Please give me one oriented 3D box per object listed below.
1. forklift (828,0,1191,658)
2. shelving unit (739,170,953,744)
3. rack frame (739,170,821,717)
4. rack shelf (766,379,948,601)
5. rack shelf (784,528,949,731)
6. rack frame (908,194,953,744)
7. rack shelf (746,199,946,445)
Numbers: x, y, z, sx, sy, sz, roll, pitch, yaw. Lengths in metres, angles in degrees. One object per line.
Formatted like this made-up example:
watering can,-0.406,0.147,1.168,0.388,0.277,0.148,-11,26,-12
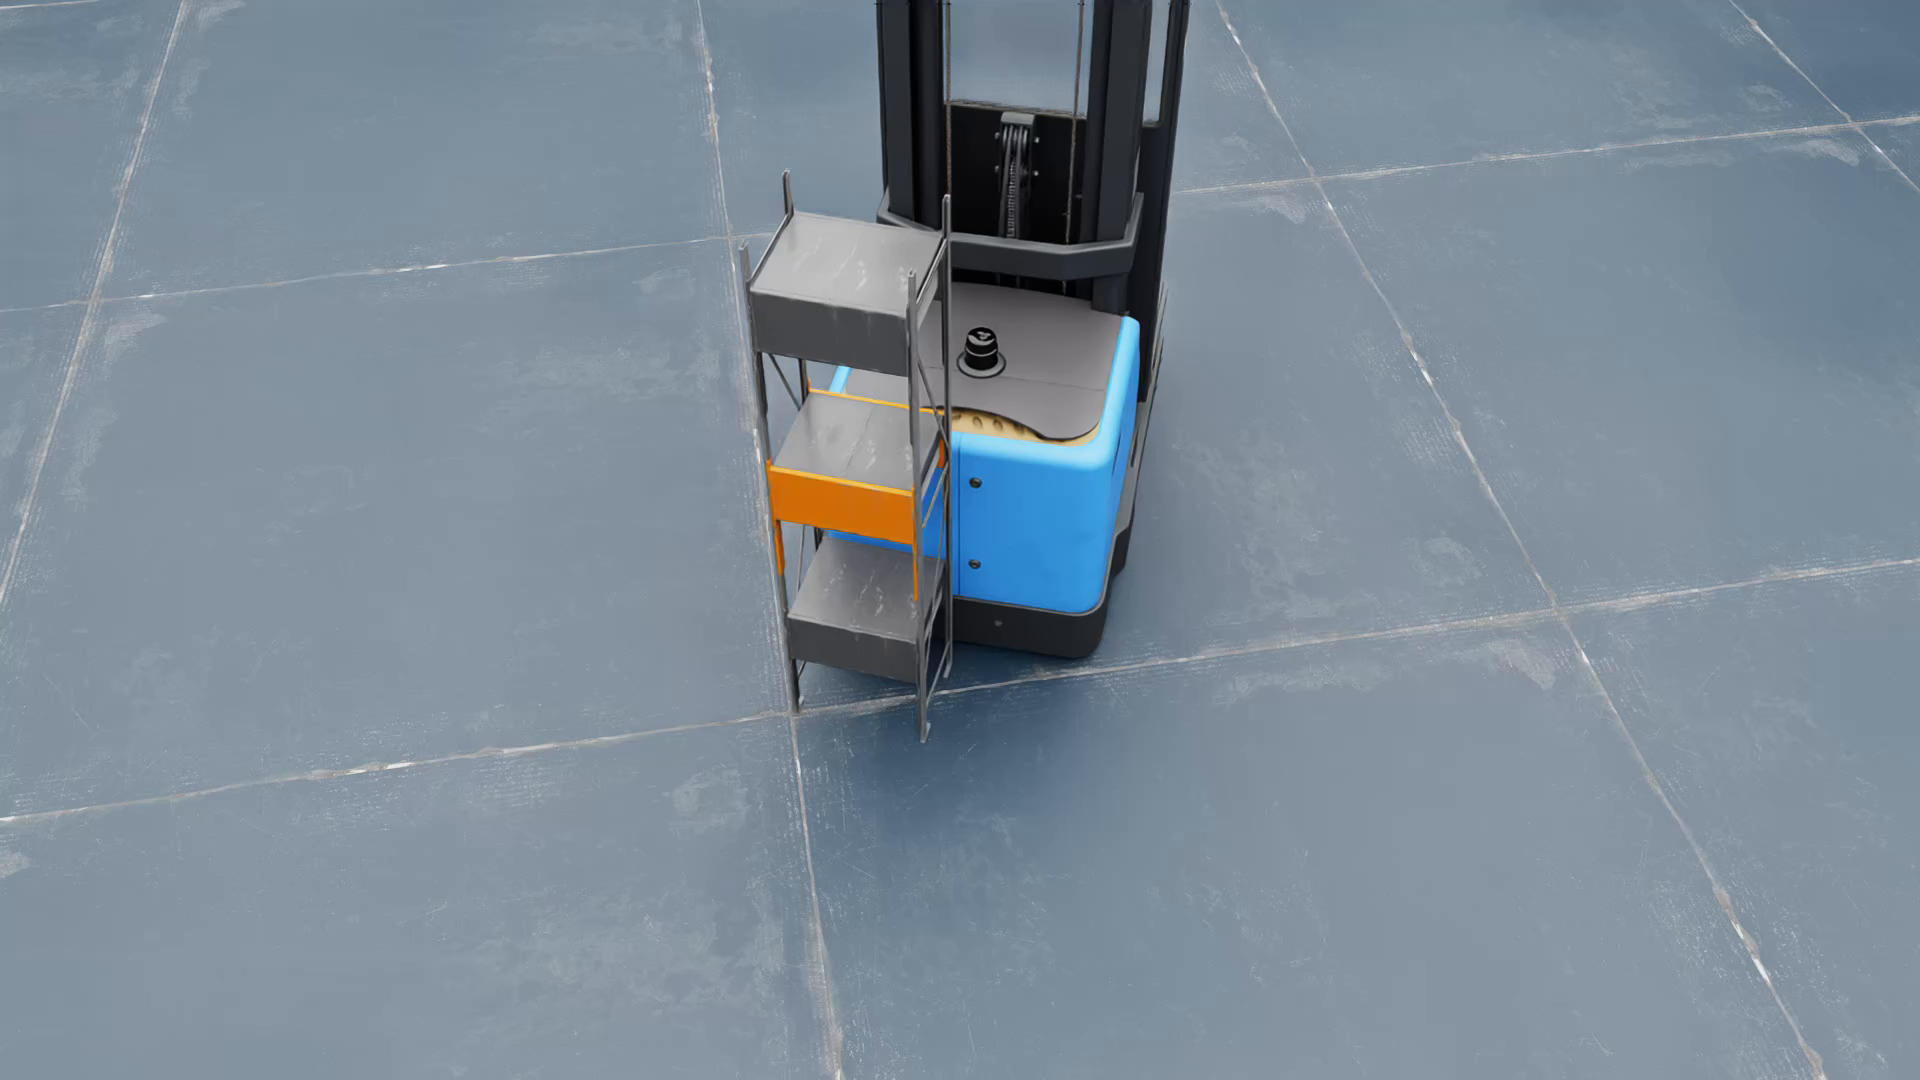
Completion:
forklift,0.297,-1.656,6.310,1.130,2.935,3.031,8,47,8
shelving unit,-0.321,-0.173,5.459,0.503,2.100,0.431,11,47,10
rack frame,-0.557,-0.218,5.502,0.015,2.100,0.400,11,47,10
rack shelf,-0.321,-0.164,5.468,0.480,0.518,0.431,11,47,10
rack shelf,-0.321,0.322,5.973,0.480,0.518,0.431,11,47,10
rack frame,-0.085,-0.129,5.416,0.015,2.100,0.400,11,47,10
rack shelf,-0.321,-0.649,4.964,0.480,0.518,0.431,11,47,10
